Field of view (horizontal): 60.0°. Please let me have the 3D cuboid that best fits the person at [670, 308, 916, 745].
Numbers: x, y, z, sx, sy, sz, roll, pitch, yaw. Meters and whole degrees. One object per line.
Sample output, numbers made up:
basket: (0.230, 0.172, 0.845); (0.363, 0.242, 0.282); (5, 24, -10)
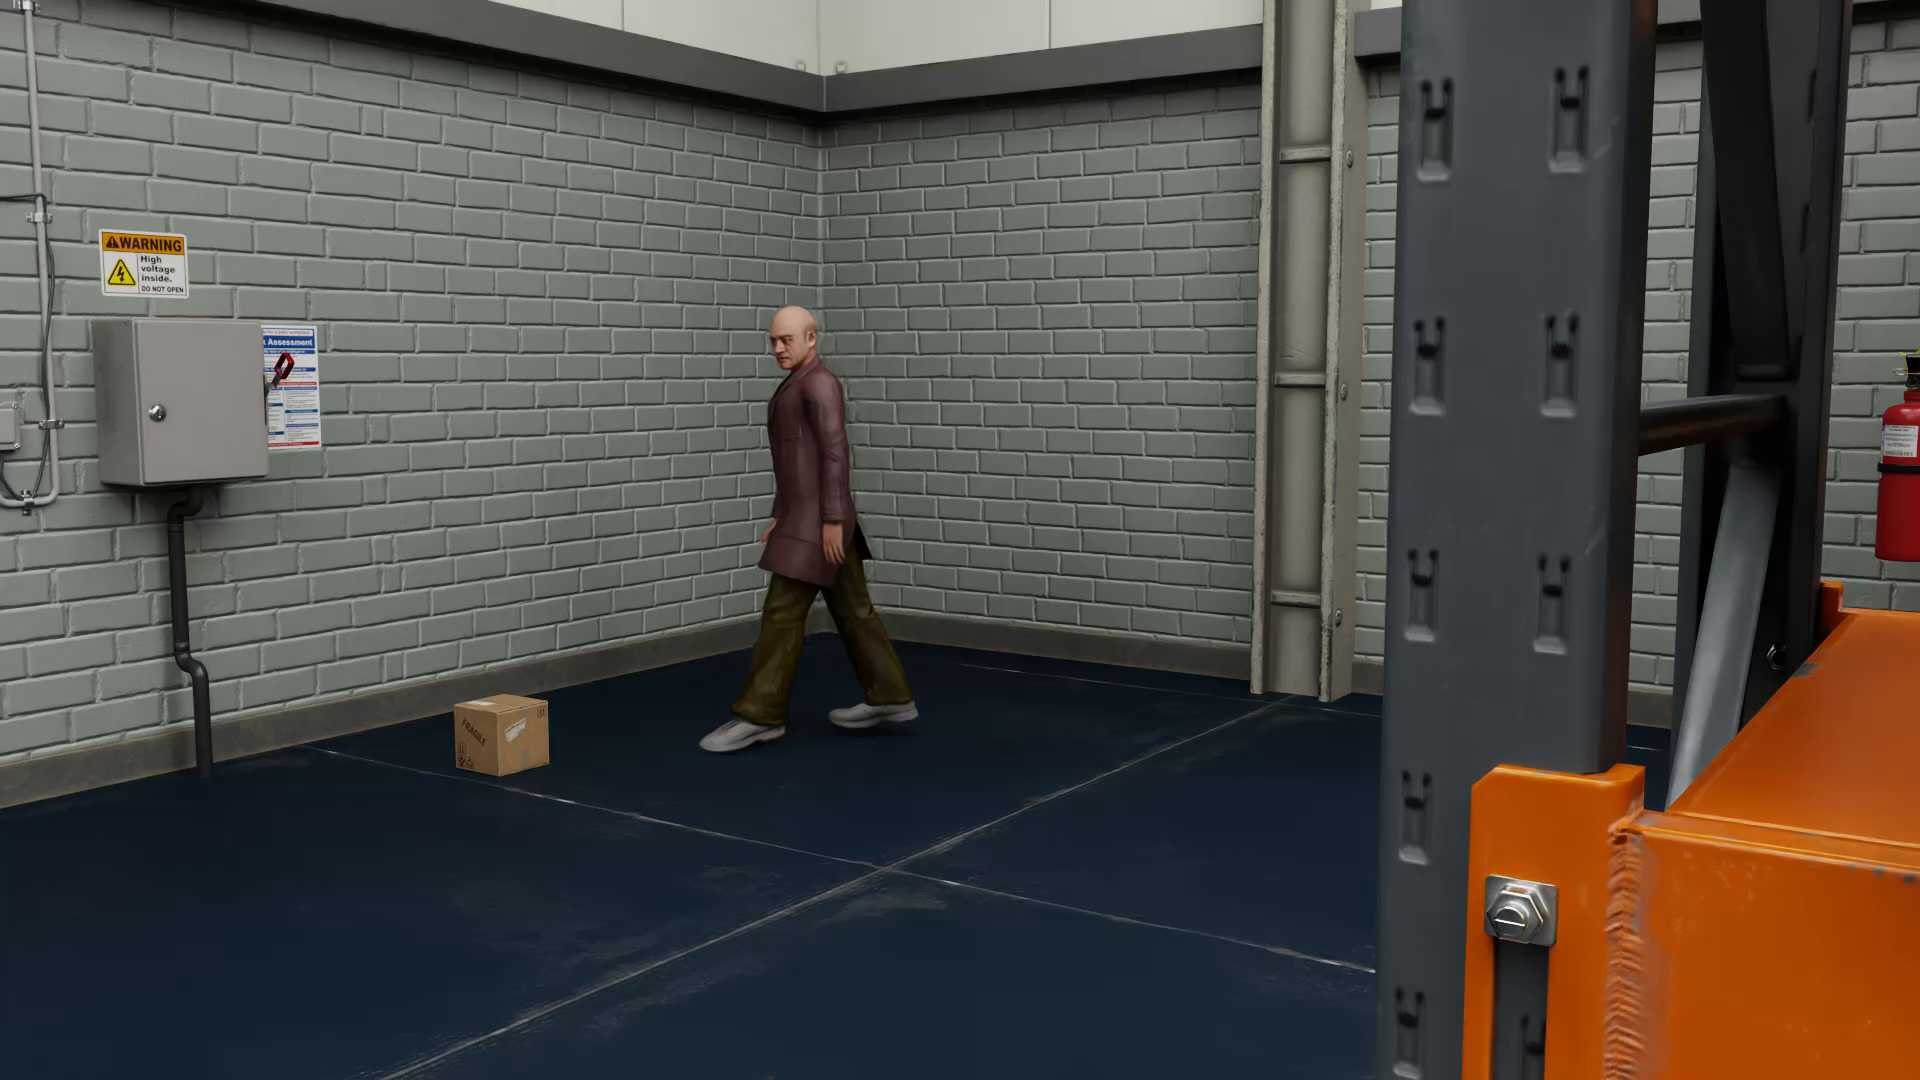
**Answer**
person: (-0.676, -0.071, 6.761); (1.002, 1.732, 0.597); (-1, 6, -6)
